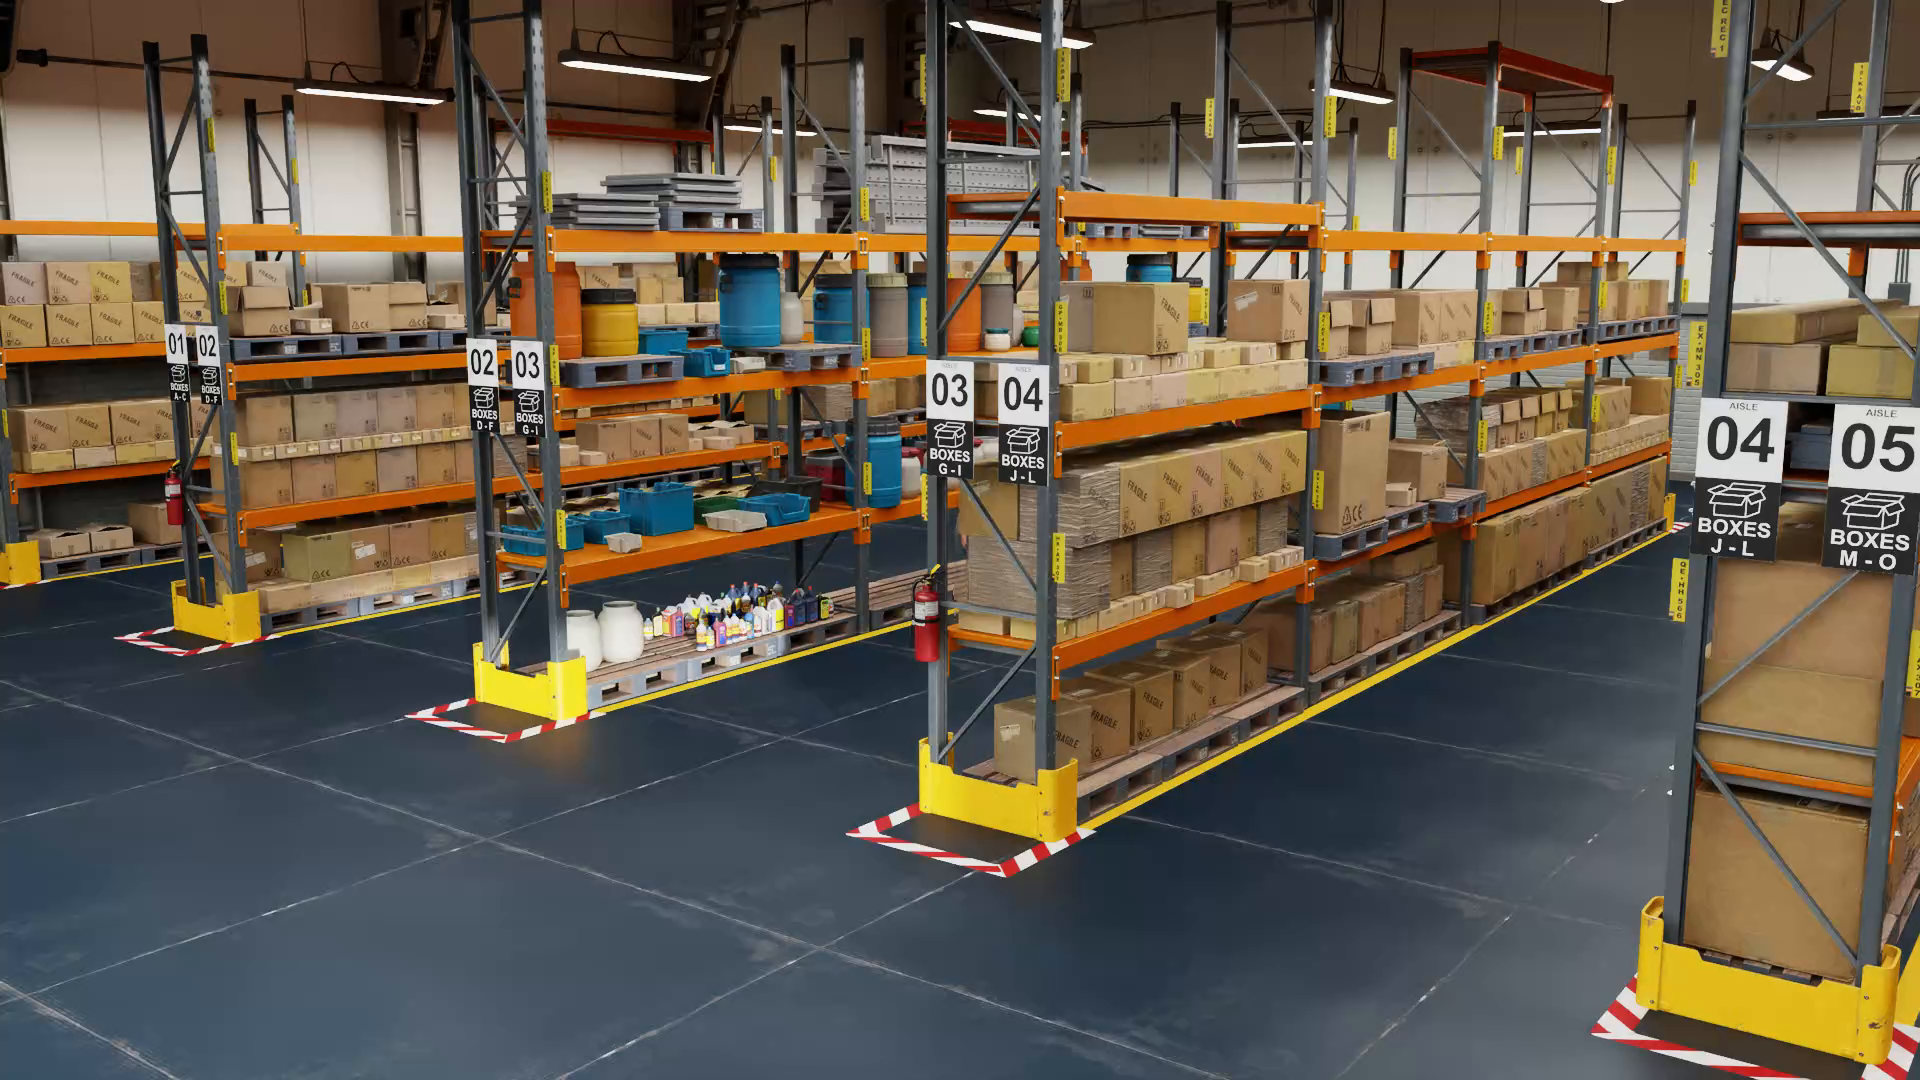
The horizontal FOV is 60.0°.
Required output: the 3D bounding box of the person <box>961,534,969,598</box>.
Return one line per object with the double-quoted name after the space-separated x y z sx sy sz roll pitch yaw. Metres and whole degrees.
0.288 -0.014 18.043 0.570 1.721 0.418 7 12 34 "person"
